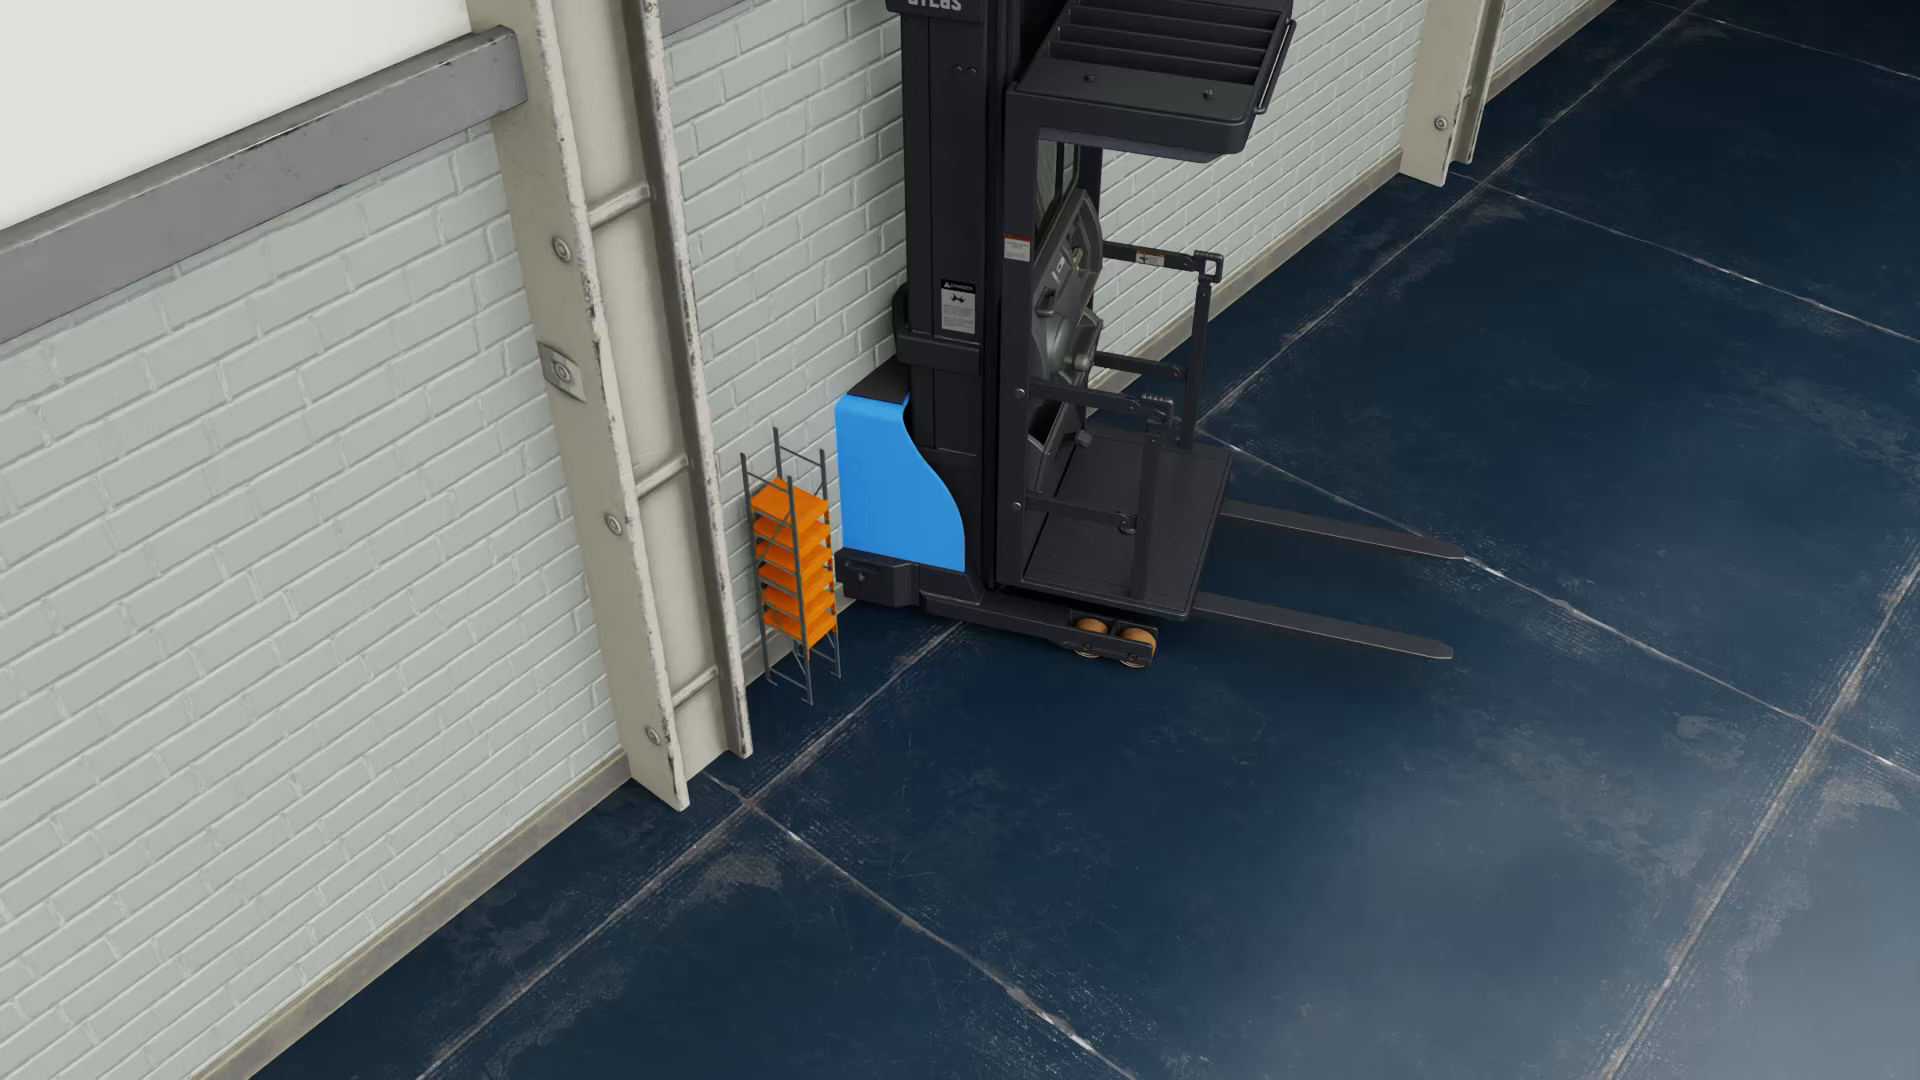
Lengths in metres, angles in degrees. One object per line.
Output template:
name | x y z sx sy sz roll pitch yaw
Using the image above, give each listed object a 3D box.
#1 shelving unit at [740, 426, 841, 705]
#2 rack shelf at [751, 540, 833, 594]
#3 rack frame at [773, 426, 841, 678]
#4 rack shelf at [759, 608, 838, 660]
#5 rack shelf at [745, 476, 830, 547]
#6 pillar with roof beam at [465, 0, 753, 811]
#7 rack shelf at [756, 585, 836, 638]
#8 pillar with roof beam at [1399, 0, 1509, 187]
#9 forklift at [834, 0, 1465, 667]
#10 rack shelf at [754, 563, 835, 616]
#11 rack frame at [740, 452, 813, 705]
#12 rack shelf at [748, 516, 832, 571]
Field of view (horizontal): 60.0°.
shelving unit | -0.641 0.125 6.403 0.258 1.200 0.189 25 48 25
rack shelf | -0.641 0.069 6.352 0.258 0.103 0.180 25 48 25
rack frame | -0.588 0.074 6.458 0.240 1.200 0.006 25 48 25
rack shelf | -0.641 0.335 6.595 0.258 0.103 0.180 25 48 25
rack shelf | -0.641 -0.109 6.191 0.258 0.103 0.180 25 48 25
pillar with roof beam | 2.244 -0.603 1.406 9.100 9.000 0.400 29 50 28
rack shelf | -0.641 0.246 6.514 0.258 0.103 0.180 25 48 25
pillar with roof beam | 6.105 -3.692 4.804 9.100 9.000 0.400 29 50 28
forklift | 0.599 -0.961 6.311 3.031 2.935 1.130 12 44 12
rack shelf | -0.641 0.158 6.433 0.258 0.103 0.180 25 48 25
rack frame | -0.694 0.175 6.348 0.240 1.200 0.006 25 48 25
rack shelf | -0.641 -0.020 6.272 0.258 0.103 0.180 25 48 25
